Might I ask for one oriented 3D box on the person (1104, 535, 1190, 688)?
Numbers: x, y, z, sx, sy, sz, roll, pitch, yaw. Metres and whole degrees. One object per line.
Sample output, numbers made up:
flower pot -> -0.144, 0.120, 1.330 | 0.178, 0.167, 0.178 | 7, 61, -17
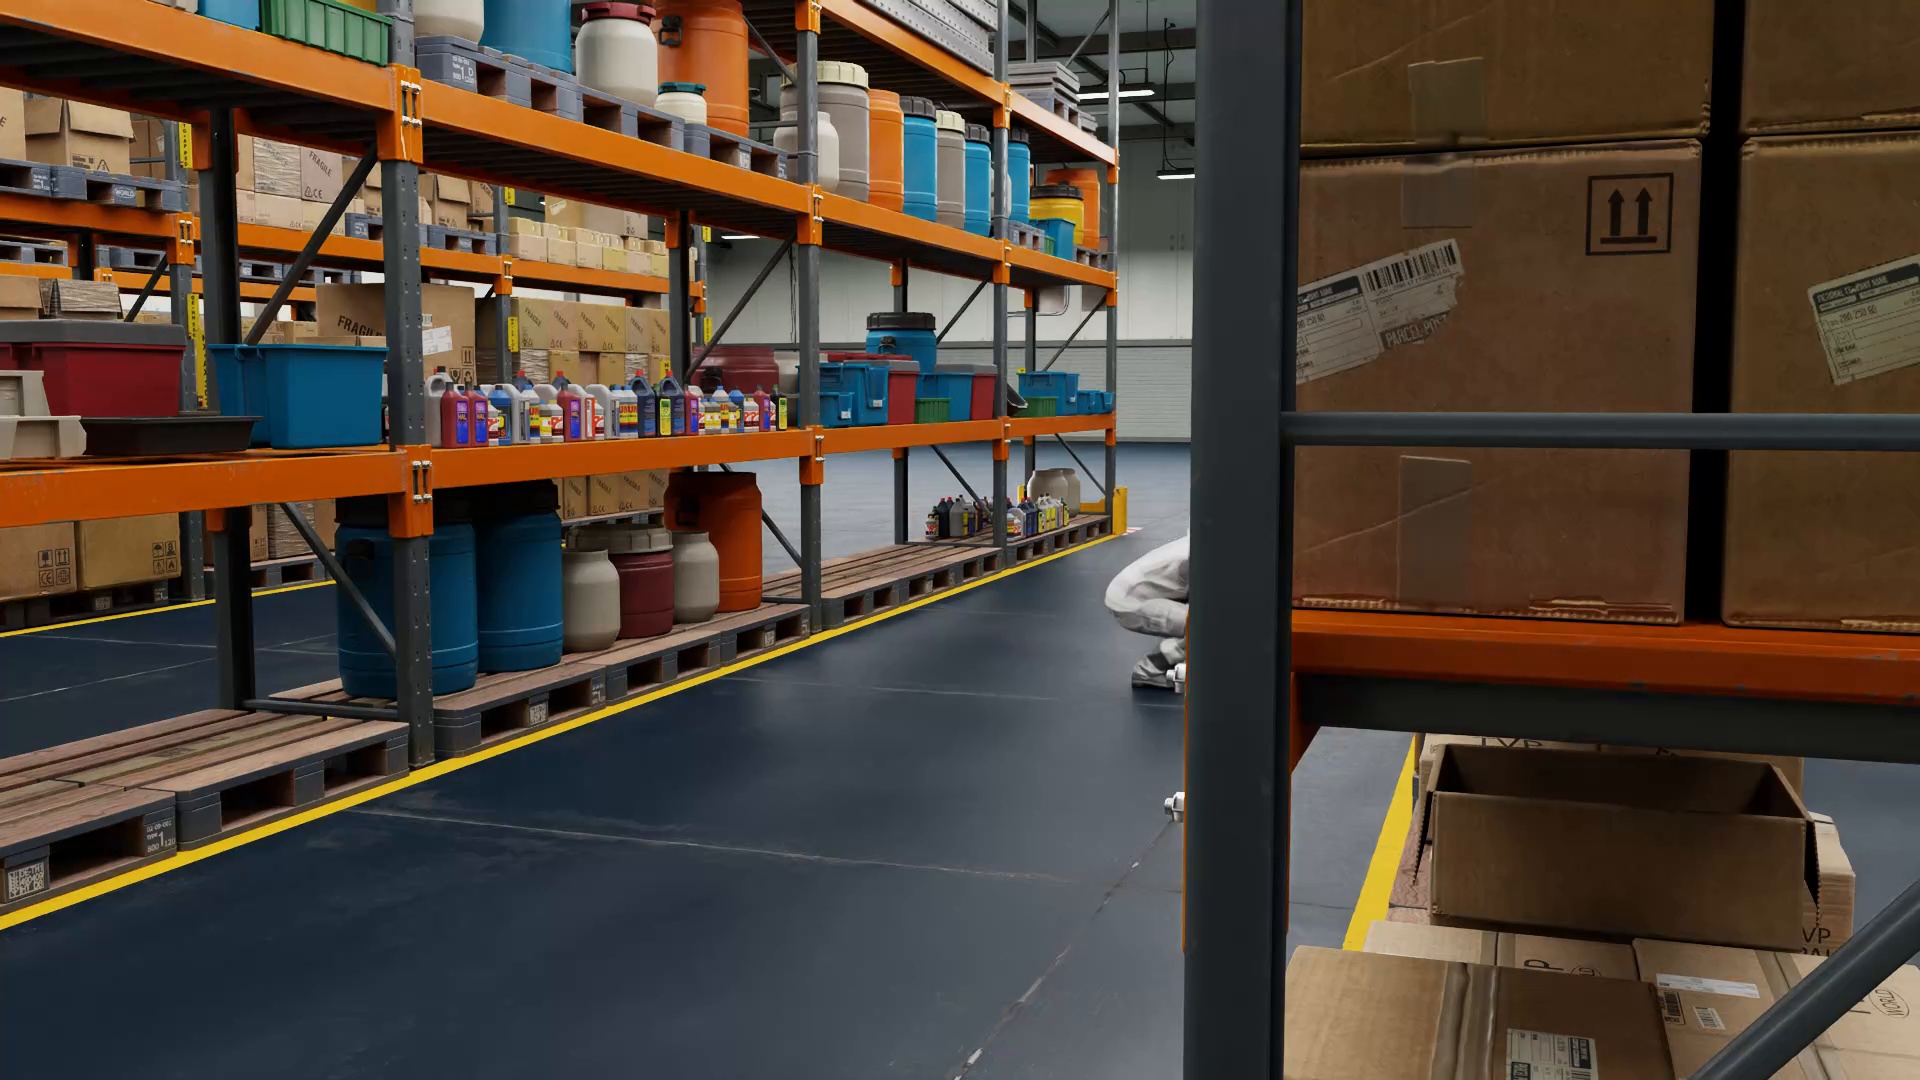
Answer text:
person -> 1.216, 0.337, 8.740 | 0.889, 0.879, 0.562 | 2, 5, 19
